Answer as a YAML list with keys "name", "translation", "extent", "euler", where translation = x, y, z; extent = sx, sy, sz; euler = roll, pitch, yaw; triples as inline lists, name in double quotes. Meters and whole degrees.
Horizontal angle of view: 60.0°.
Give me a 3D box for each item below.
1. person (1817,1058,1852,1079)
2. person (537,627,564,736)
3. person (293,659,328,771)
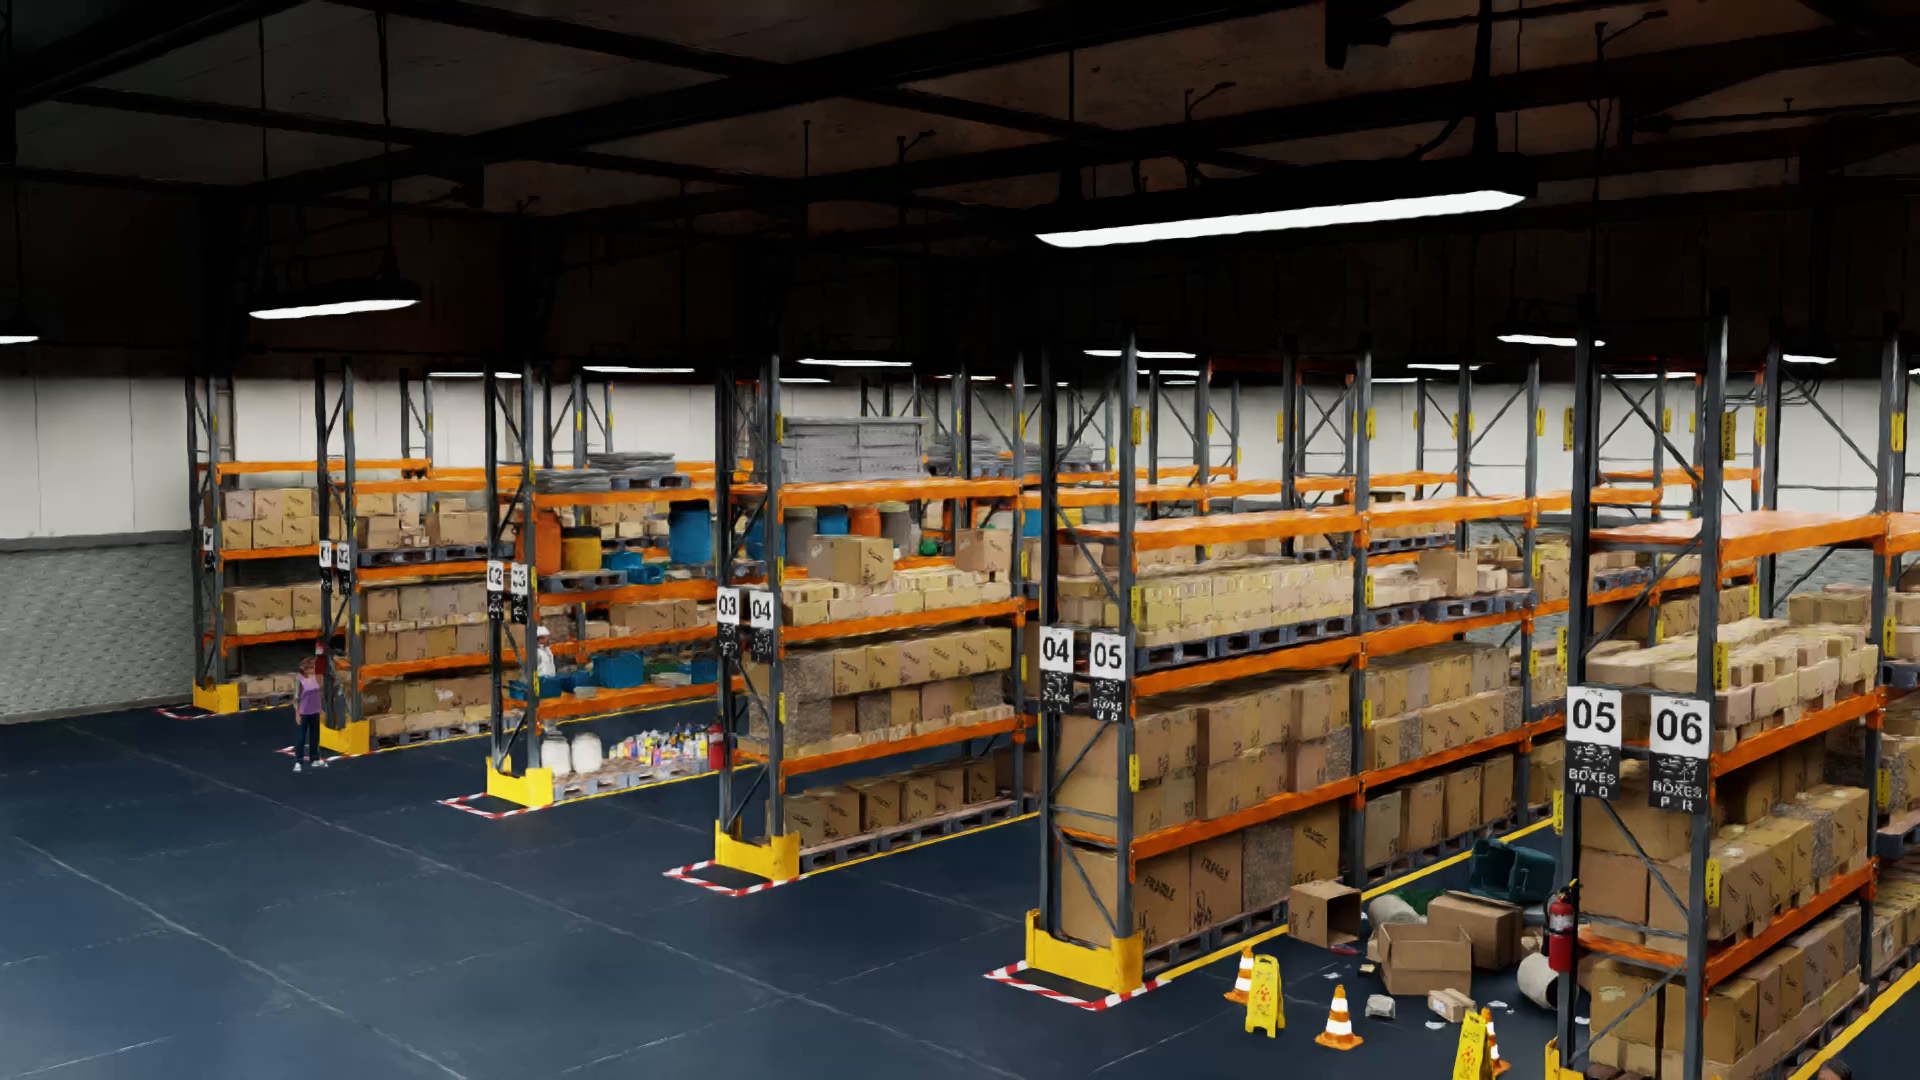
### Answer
- name: "person"
  translation: [4.911, 3.656, 9.347]
  extent: [0.592, 1.604, 0.518]
  euler: [4, 6, 41]
- name: "person"
  translation: [-6.553, 2.257, 26.227]
  extent: [0.463, 1.774, 0.598]
  euler: [1, 5, 17]
- name: "person"
  translation: [-9.413, 2.512, 24.018]
  extent: [0.347, 1.596, 0.534]
  euler: [3, 5, 30]
